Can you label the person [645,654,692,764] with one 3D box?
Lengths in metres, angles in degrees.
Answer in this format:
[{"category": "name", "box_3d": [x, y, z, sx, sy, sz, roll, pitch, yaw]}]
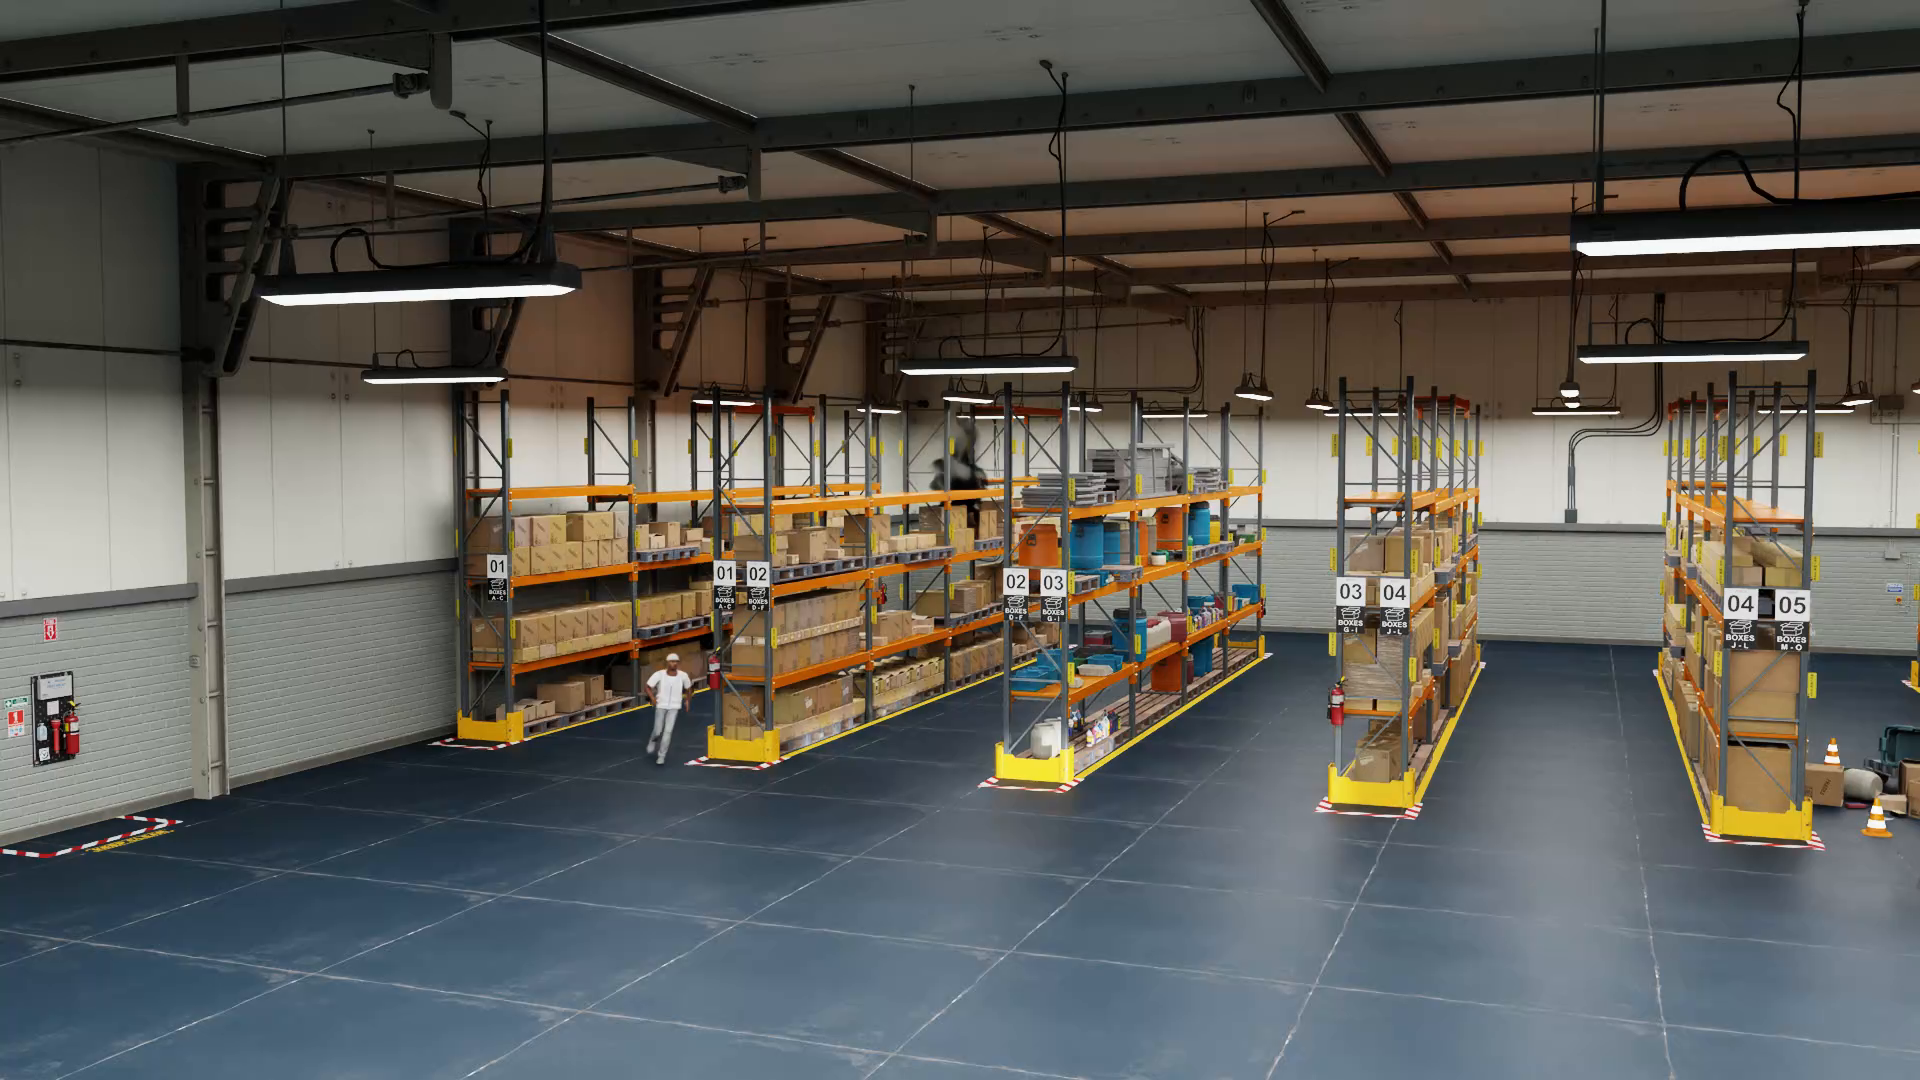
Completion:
[{"category": "person", "box_3d": [-4.650, 2.676, 26.615, 0.763, 1.718, 0.860, -1, 3, -16]}]
